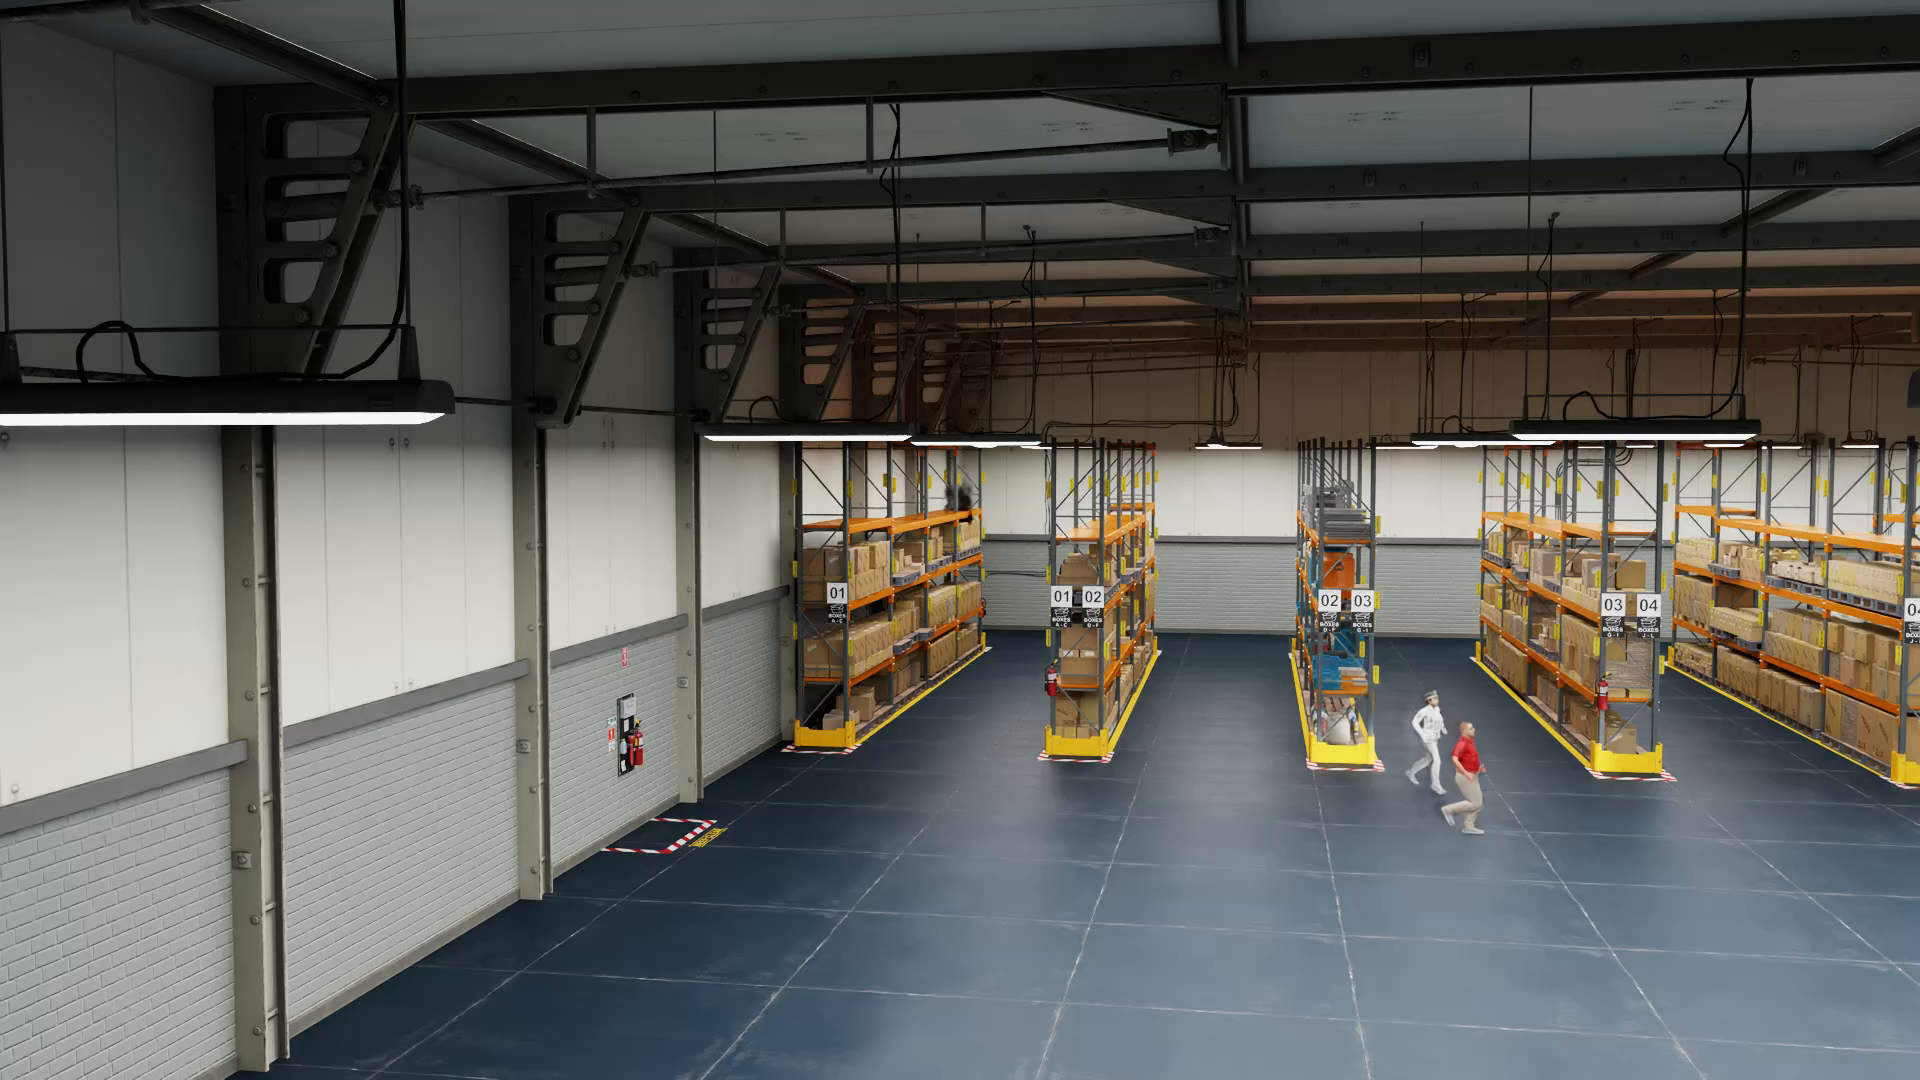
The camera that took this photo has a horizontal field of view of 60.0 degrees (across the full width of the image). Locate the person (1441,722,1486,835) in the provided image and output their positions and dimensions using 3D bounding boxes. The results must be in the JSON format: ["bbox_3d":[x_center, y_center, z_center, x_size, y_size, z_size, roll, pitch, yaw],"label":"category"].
[{"bbox_3d":[7.551,3.562,24.909,0.619,1.676,0.679,1,3,23],"label":"person"}]

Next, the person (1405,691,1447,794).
[{"bbox_3d":[7.908,3.388,28.119,0.609,1.735,0.787,-3,4,-44],"label":"person"}]

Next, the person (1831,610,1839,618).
[{"bbox_3d":[23.662,2.492,45.271,0.918,1.689,0.647,1,3,12],"label":"person"}]
